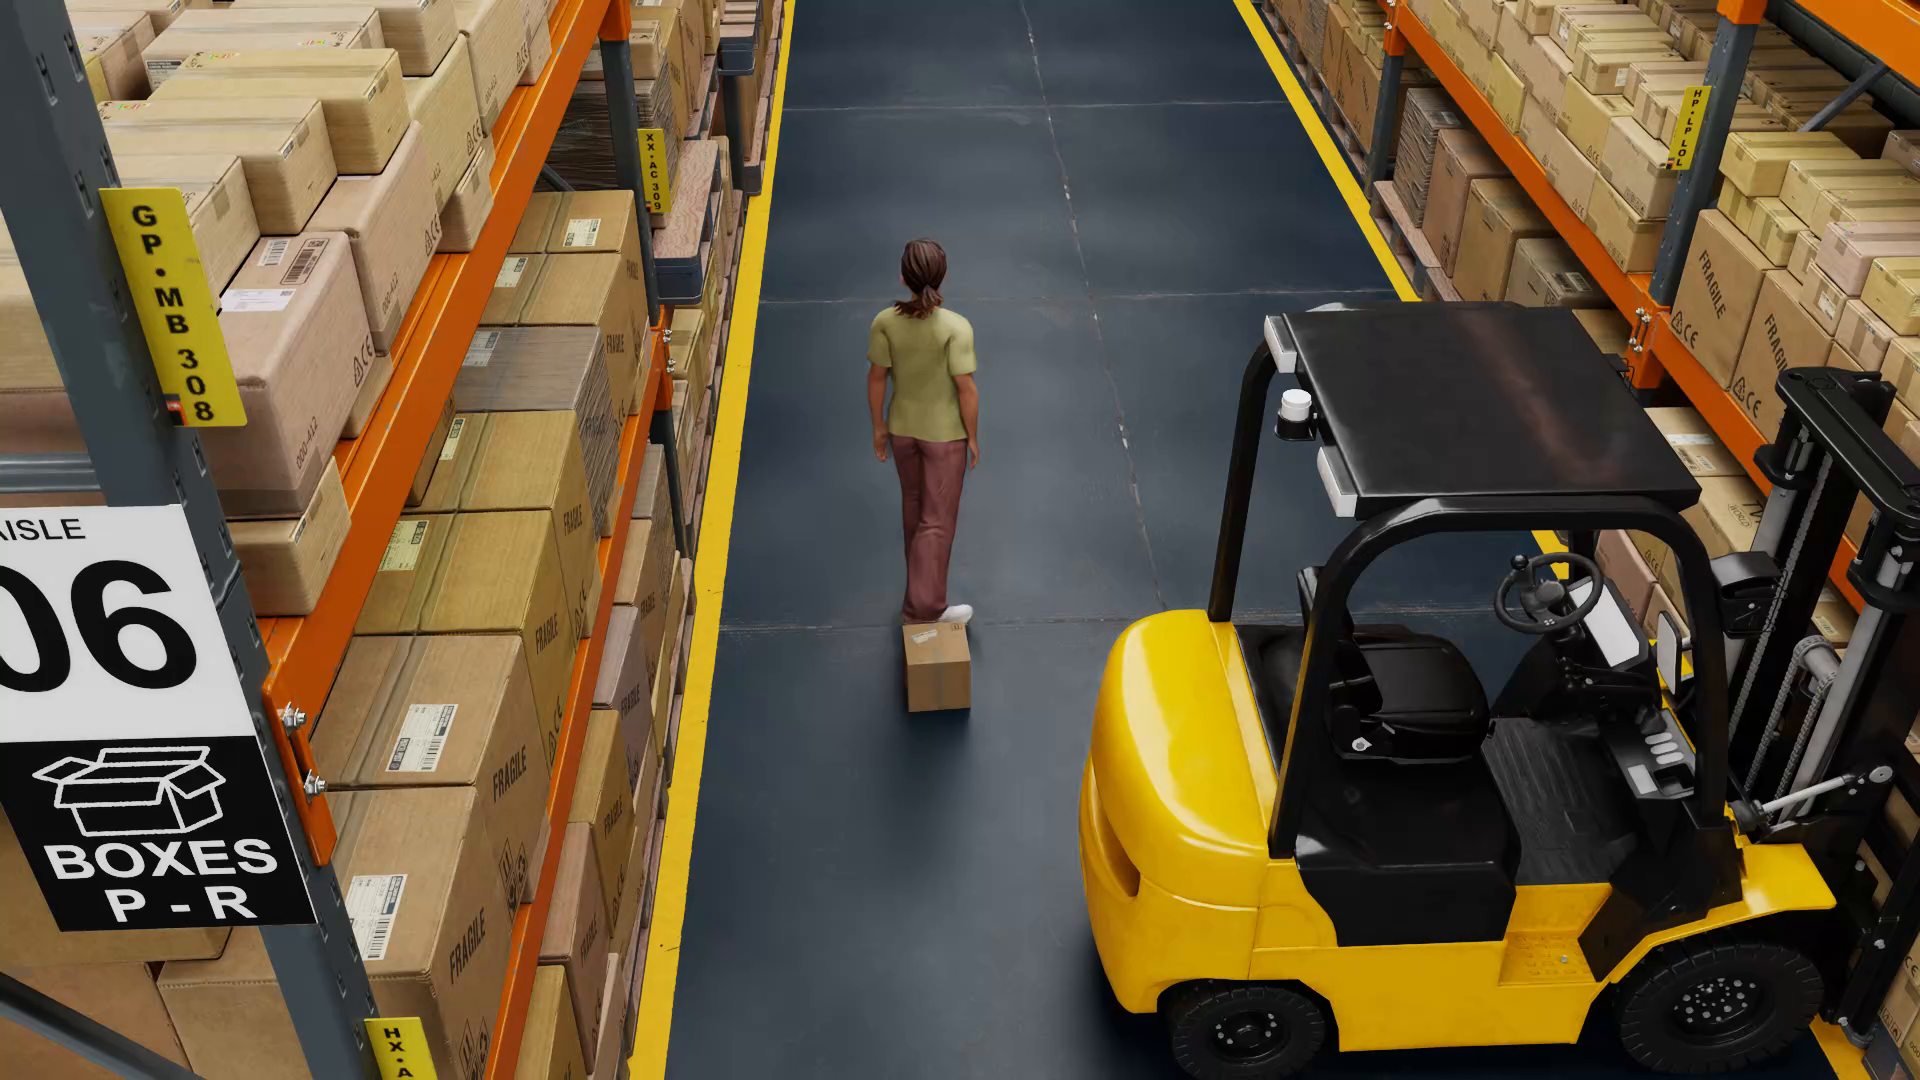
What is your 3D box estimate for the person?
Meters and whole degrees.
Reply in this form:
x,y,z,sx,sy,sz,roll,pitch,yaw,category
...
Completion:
x,y,z,sx,sy,sz,roll,pitch,yaw,category
-0.138,-0.409,6.729,0.479,1.664,0.570,15,38,20,person
